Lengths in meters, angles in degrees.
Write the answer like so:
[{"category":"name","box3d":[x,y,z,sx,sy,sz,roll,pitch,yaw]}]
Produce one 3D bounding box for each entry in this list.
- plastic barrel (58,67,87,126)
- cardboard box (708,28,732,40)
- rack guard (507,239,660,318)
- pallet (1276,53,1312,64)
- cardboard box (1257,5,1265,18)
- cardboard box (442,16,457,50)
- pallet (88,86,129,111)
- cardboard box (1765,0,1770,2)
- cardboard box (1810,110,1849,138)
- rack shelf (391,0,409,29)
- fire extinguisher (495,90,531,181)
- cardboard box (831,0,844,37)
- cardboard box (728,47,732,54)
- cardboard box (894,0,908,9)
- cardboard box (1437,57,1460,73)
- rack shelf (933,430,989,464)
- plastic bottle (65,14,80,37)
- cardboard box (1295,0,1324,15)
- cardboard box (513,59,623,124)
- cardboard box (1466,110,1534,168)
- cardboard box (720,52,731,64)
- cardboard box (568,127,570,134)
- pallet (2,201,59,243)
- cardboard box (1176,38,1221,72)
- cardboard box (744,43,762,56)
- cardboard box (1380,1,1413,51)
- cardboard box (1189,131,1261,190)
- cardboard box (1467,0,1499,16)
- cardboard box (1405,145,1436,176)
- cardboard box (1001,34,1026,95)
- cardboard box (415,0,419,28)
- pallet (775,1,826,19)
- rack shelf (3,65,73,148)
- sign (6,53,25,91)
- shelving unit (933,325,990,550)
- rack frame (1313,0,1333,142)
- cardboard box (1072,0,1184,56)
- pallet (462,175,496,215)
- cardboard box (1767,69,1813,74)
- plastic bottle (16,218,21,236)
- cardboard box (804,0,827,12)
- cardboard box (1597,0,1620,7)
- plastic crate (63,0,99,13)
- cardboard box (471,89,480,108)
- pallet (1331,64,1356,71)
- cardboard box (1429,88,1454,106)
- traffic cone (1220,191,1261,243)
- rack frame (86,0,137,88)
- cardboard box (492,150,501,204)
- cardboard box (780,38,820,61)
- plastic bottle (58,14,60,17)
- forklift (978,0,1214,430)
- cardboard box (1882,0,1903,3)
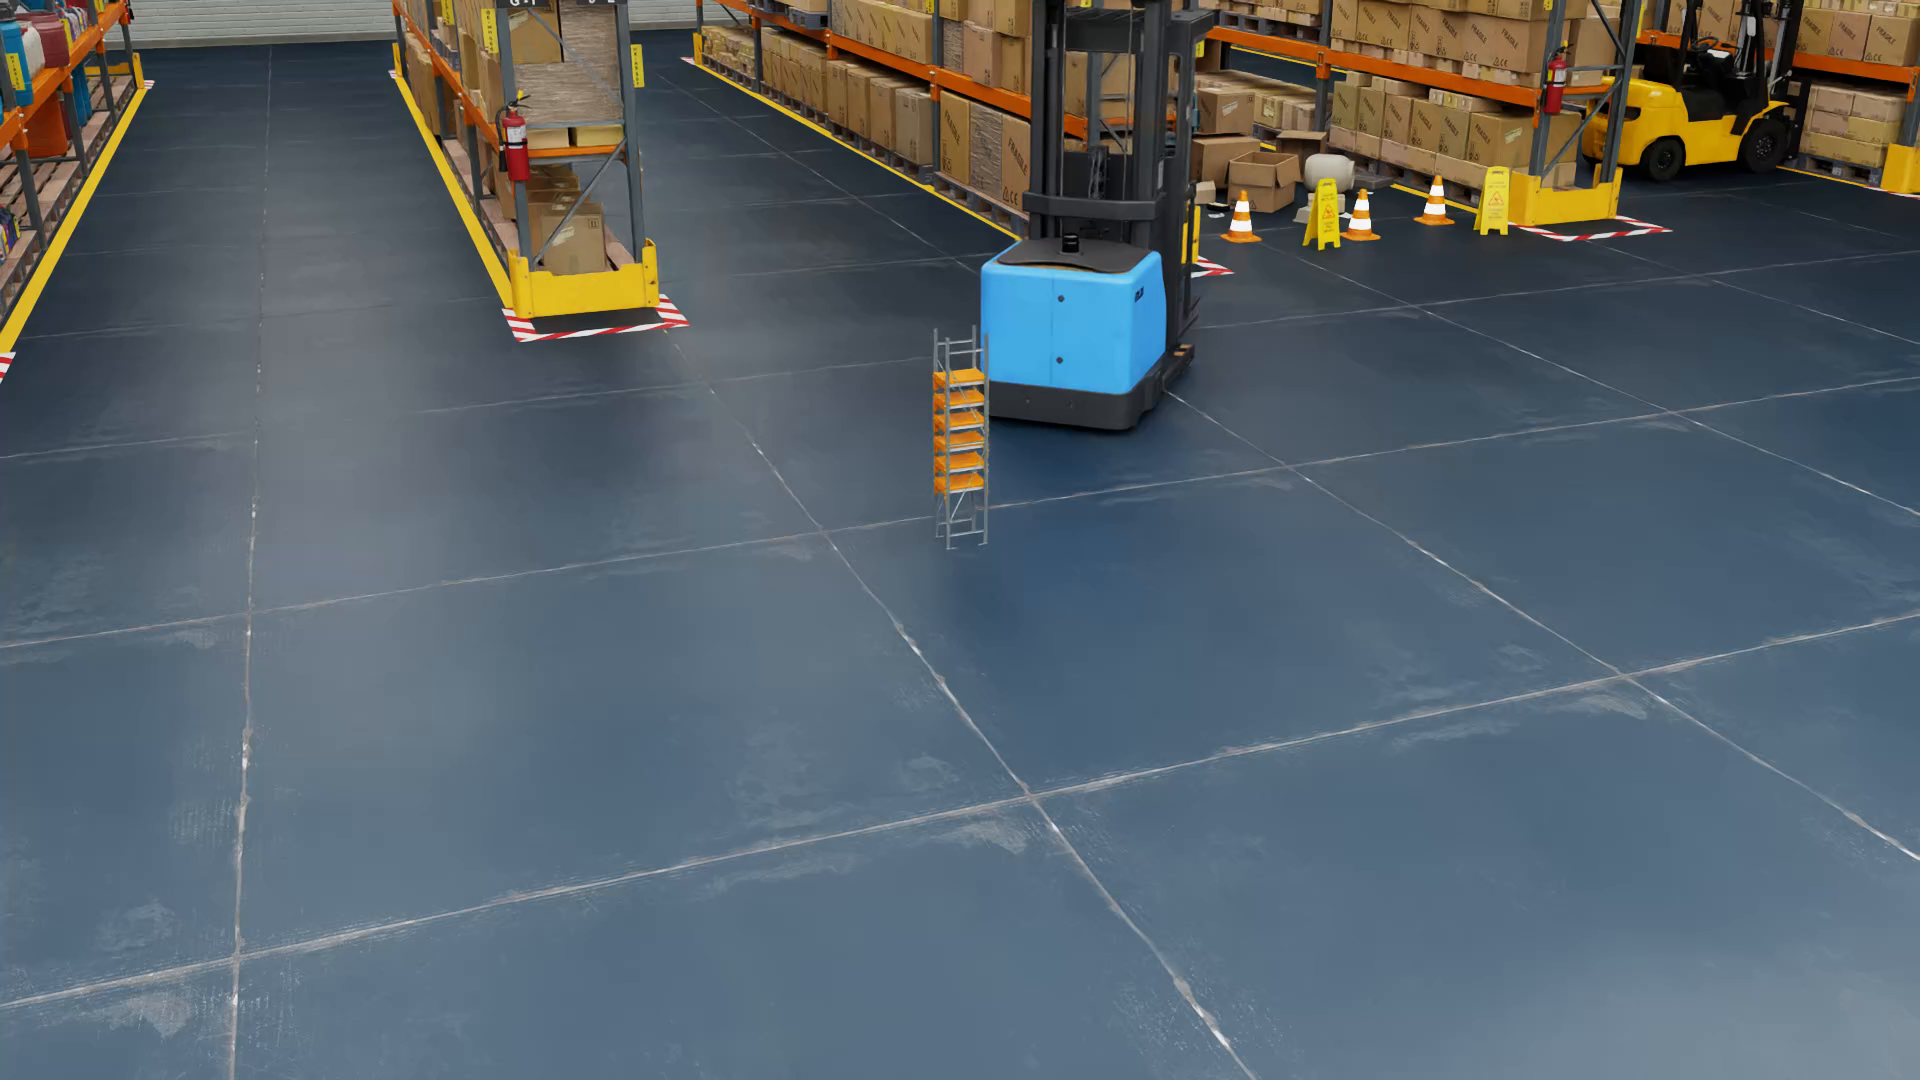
[{"category":"plastic barrel","box3d":[-11.524,-5.742,21.172,0.600,0.901,0.708,-8,24,-19]},{"category":"cardboard box","box3d":[-4.008,-8.474,27.856,0.380,0.149,0.250,-8,24,-19]},{"category":"rack guard","box3d":[-3.104,-2.168,13.750,1.175,0.500,0.348,-8,24,-19]},{"category":"pallet","box3d":[6.355,-8.659,29.523,1.003,0.211,1.213,-8,24,-19]},{"category":"cardboard box","box3d":[3.993,-6.705,21.078,0.380,0.149,0.250,-8,24,-19]},{"category":"cardboard box","box3d":[-5.189,-5.604,18.010,0.797,0.503,0.637,-6,24,-14]},{"category":"pallet","box3d":[-12.681,-6.394,24.147,1.003,0.211,1.213,-8,24,-19]},{"category":"cardboard box","box3d":[9.715,-6.512,19.873,0.380,0.149,0.250,-9,25,-21]},{"category":"cardboard box","box3d":[10.204,-4.809,19.153,0.500,0.250,0.500,-9,24,-20]},{"category":"rack shelf","box3d":[-8.023,-8.047,25.407,1.077,0.370,4.000,-8,24,-19]},{"category":"fire extinguisher","box3d":[-3.468,-3.152,12.965,0.296,0.674,0.183,-8,24,-19]},{"category":"cardboard box","box3d":[-1.322,-6.689,21.128,0.500,0.500,0.500,-8,24,-18]},{"category":"cardboard box","box3d":[-3.590,-8.072,27.287,0.380,0.149,0.250,-7,24,-16]},{"category":"cardboard box","box3d":[-0.357,-6.446,19.265,0.700,0.500,0.500,-8,24,-19]},{"category":"cardboard box","box3d":[5.344,-5.098,17.806,0.380,0.149,0.250,-9,24,-20]},{"category":"rack shelf","box3d":[0.005,-0.507,9.022,0.258,0.103,0.180,-8,24,-19]},{"category":"plastic bottle","box3d":[-11.154,-6.452,20.855,0.152,0.276,0.135,-8,24,-19]},{"category":"cardboard box","box3d":[4.403,-6.618,20.038,0.500,0.500,0.500,-9,24,-20]},{"category":"cardboard box","box3d":[-3.246,-3.679,13.604,0.875,0.500,0.500,-8,24,-19]},{"category":"cardboard box","box3d":[5.667,-4.179,17.337,0.500,0.500,0.500,-8,24,-19]},{"category":"cardboard box","box3d":[-3.731,-7.932,27.337,0.380,0.149,0.250,-10,25,-22]},{"category":"cardboard box","box3d":[-3.100,-3.499,14.013,0.380,0.149,0.250,-8,24,-19]},{"category":"pallet","box3d":[-9.438,-3.061,16.240,1.003,0.211,1.213,-8,24,-19]},{"category":"cardboard box","box3d":[3.201,-7.035,24.275,0.875,0.875,0.875,-9,24,-19]},{"category":"cardboard box","box3d":[-3.137,-7.631,25.857,0.380,0.149,0.250,-8,24,-18]},{"category":"cardboard box","box3d":[5.039,-5.727,18.463,0.500,0.500,0.500,-9,24,-19]},{"category":"cardboard box","box3d":[2.866,-4.193,18.377,0.797,0.637,0.503,-8,24,-19]},{"category":"cardboard box","box3d":[5.637,-5.636,16.961,0.700,0.500,0.500,-8,24,-18]},{"category":"cardboard box","box3d":[5.291,-4.214,18.385,0.500,0.250,0.500,-9,25,-21]},{"category":"cardboard box","box3d":[0.904,-4.738,16.436,0.875,0.550,0.500,-8,24,-19]},{"category":"cardboard box","box3d":[-6.846,-6.945,21.738,0.500,0.500,0.500,-8,24,-18]},{"category":"pallet","box3d":[-1.965,-7.468,23.353,1.003,0.211,1.213,-8,24,-19]},{"category":"rack shelf","box3d":[-9.831,-4.461,16.898,1.077,0.370,4.000,-8,24,-19]},{"category":"sign","box3d":[-8.606,-4.265,15.150,0.100,0.325,0.005,-8,24,-19]},{"category":"shelving unit","box3d":[0.005,-0.548,9.004,0.258,1.200,0.189,-8,24,-19]},{"category":"rack frame","box3d":[4.780,-6.105,19.873,1.000,3.000,0.127,-8,24,-19]},{"category":"cardboard box","box3d":[1.503,-4.643,14.820,0.875,0.550,0.550,-8,24,-19]},{"category":"pallet","box3d":[-4.767,-3.743,17.859,1.003,0.211,1.213,-8,24,-19]},{"category":"cardboard box","box3d":[10.137,-5.655,20.517,0.500,0.250,0.500,-8,24,-19]},{"category":"plastic bottle","box3d":[-8.705,-2.890,15.281,0.097,0.201,0.097,0,23,0]},{"category":"cardboard box","box3d":[-1.832,-7.037,21.866,0.380,0.149,0.250,-8,24,-18]},{"category":"cardboard box","box3d":[8.822,-7.278,22.205,0.500,0.250,0.500,-9,24,-20]},{"category":"plastic crate","box3d":[-12.317,-7.526,23.319,0.437,0.282,0.530,-8,24,-19]},{"category":"cardboard box","box3d":[-4.359,-4.145,15.545,0.380,0.149,0.250,-8,24,-19]},{"category":"pallet","box3d":[6.919,-8.119,28.241,1.003,0.211,1.213,-8,24,-19]},{"category":"cardboard box","box3d":[5.297,-4.790,17.951,0.380,0.149,0.250,-7,24,-17]},{"category":"traffic cone","box3d":[2.739,-3.155,16.139,0.336,0.463,0.334,-8,24,-19]},{"category":"rack frame","box3d":[-13.363,-8.426,25.379,1.000,3.000,0.127,-8,24,-19]},{"category":"cardboard box","box3d":[-4.387,-3.636,16.693,0.500,0.500,0.500,-9,25,-21]},{"category":"cardboard box","box3d":[-2.261,-6.999,23.707,0.500,0.250,0.500,-7,24,-17]},{"category":"plastic bottle","box3d":[-11.312,-6.475,20.915,0.097,0.271,0.097,0,23,0]},{"category":"forklift","box3d":[1.098,-2.606,11.659,1.130,2.935,3.031,8,24,18]},{"category":"cardboard box","box3d":[10.396,-6.003,18.283,0.380,0.149,0.250,-8,24,-19]}]
